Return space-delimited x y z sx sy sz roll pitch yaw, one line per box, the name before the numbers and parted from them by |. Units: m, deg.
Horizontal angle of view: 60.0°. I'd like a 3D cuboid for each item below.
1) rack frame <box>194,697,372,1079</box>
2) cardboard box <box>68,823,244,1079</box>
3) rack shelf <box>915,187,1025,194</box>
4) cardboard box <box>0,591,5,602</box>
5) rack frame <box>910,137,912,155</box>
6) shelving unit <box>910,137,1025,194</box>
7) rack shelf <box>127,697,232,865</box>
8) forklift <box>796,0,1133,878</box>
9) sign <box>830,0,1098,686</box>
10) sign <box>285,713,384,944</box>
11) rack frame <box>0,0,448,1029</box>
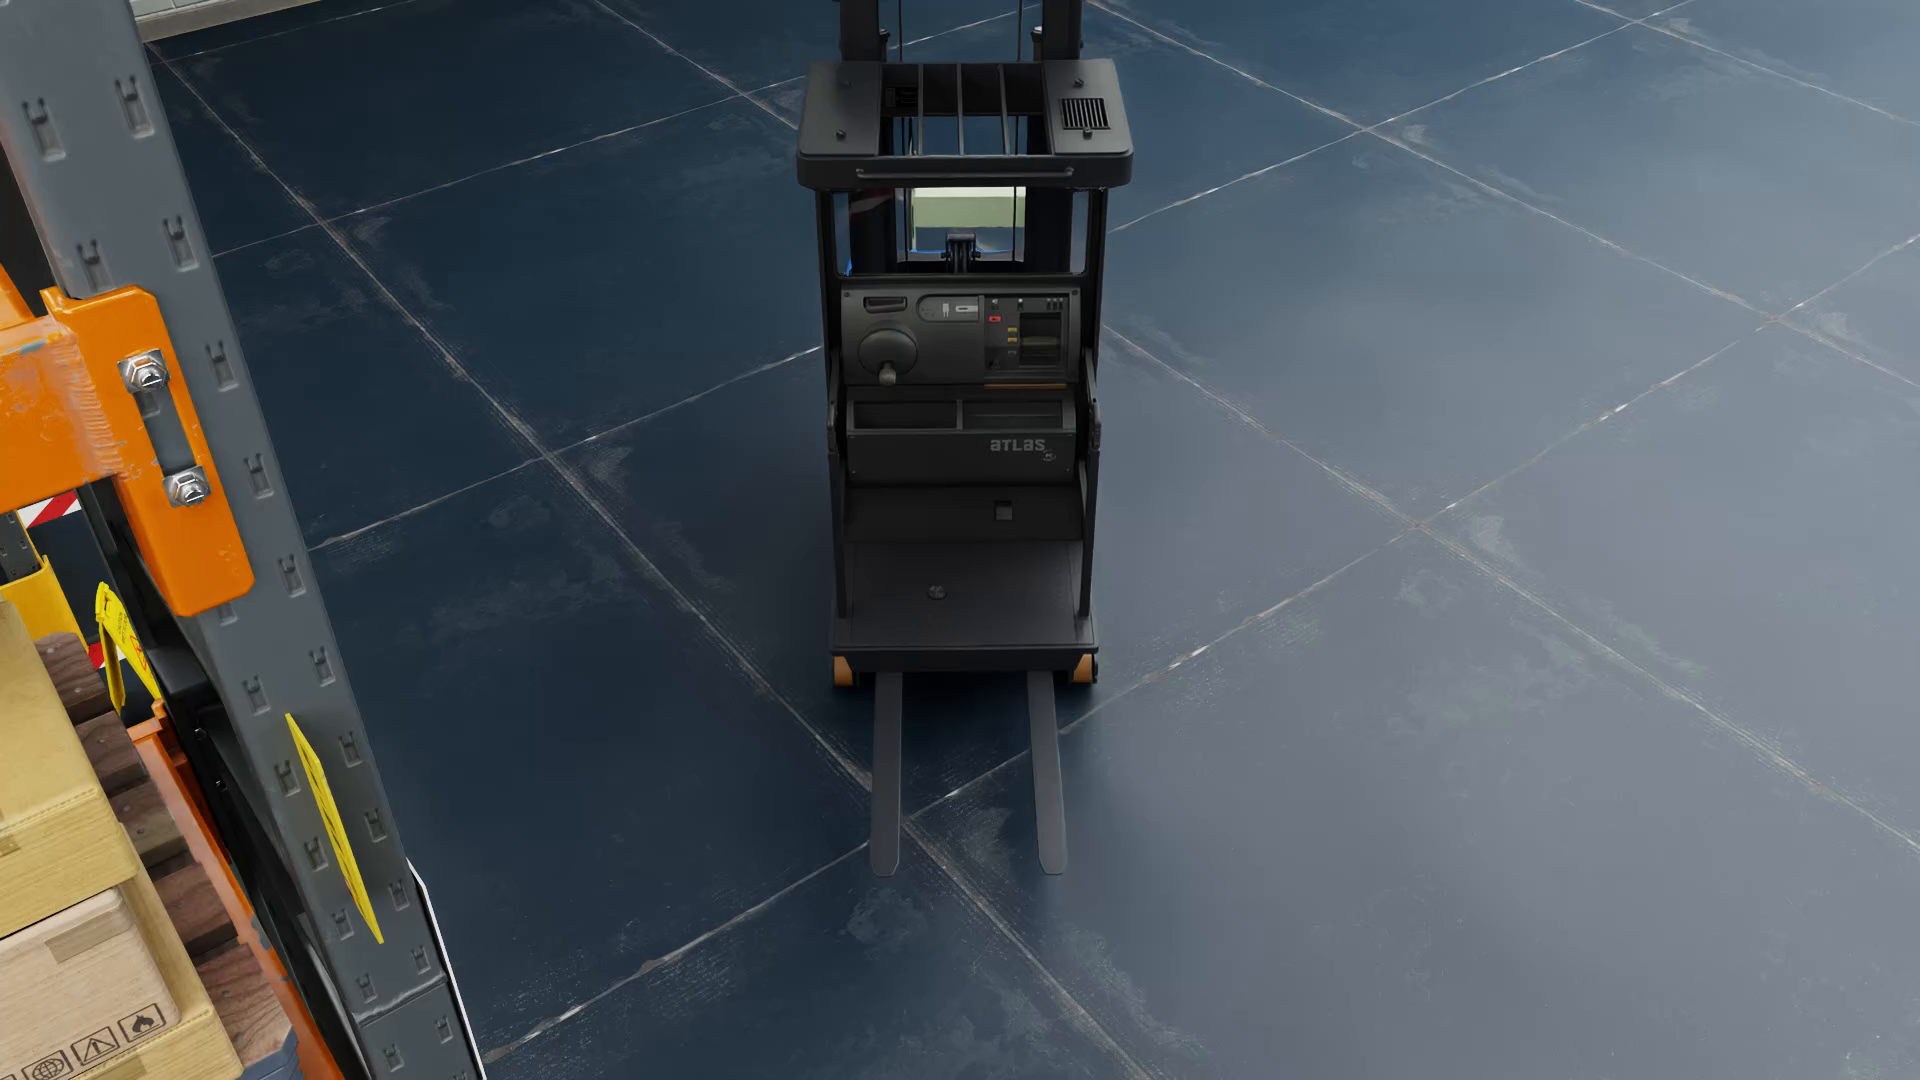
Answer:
rack frame | -1.055 1.540 3.508 0.053 2.616 0.949 -26 46 -28
cardboard box | -1.114 0.573 2.109 0.250 0.149 0.380 -26 46 -28
rack shelf | 0.136 -1.657 7.817 0.686 0.124 0.368 0 39 0
cardboard box | -1.525 0.246 2.509 0.250 0.149 0.380 -26 46 -28
rack frame | -0.230 -1.279 8.126 0.010 1.308 0.380 0 39 0
shelving unit | 0.131 -1.279 8.127 0.731 1.308 0.431 0 39 0
rack shelf | -2.643 1.429 1.845 4.000 0.370 1.077 -26 46 -28
forklift | 0.005 -0.723 6.320 1.121 2.935 3.031 -1 39 -1
sign | 0.001 -1.050 6.801 2.025 2.768 2.177 -26 46 -28
sign | -0.738 0.345 1.964 0.005 0.325 0.100 -26 46 -28
rack frame | -1.057 -0.782 1.608 0.127 3.000 1.000 -26 46 -28
